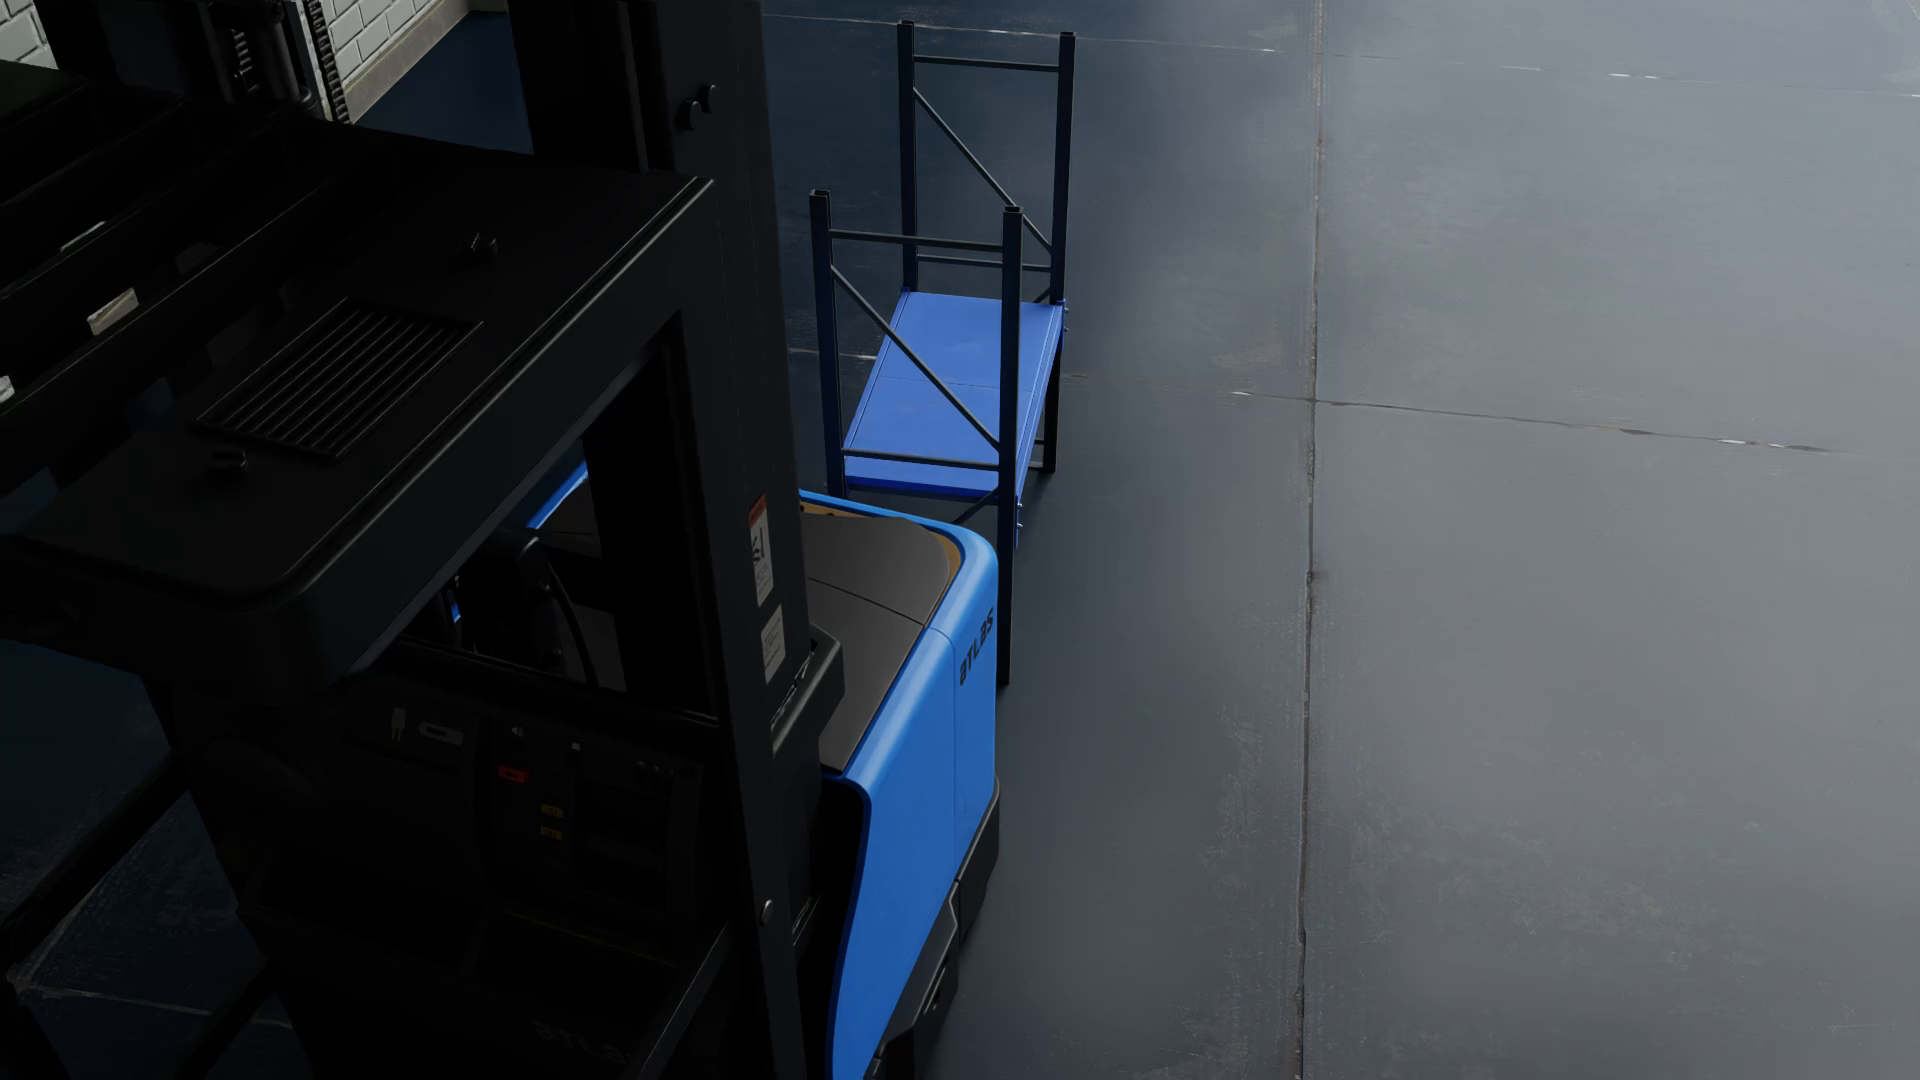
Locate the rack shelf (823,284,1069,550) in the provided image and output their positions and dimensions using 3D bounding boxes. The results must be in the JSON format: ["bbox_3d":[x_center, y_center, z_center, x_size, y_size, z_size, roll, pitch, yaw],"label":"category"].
[{"bbox_3d":[-0.015,-0.386,4.822,0.538,0.185,1.000,6,40,8],"label":"rack shelf"}]

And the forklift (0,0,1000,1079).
[{"bbox_3d":[-0.882,0.461,2.393,1.130,2.935,3.031,13,41,15],"label":"forklift"}]

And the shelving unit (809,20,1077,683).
[{"bbox_3d":[-0.015,-0.524,4.707,0.538,1.500,1.048,6,40,8],"label":"shelving unit"}]

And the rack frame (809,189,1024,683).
[{"bbox_3d":[-0.103,-0.205,4.321,0.500,1.500,0.032,6,40,8],"label":"rack frame"}]

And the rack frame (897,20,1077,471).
[{"bbox_3d":[0.073,-0.844,5.093,0.500,1.500,0.032,6,40,8],"label":"rack frame"}]

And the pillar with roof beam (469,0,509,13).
[{"bbox_3d":[1.877,-5.829,5.239,9.100,9.000,0.400,6,40,8],"label":"pillar with roof beam"}]
